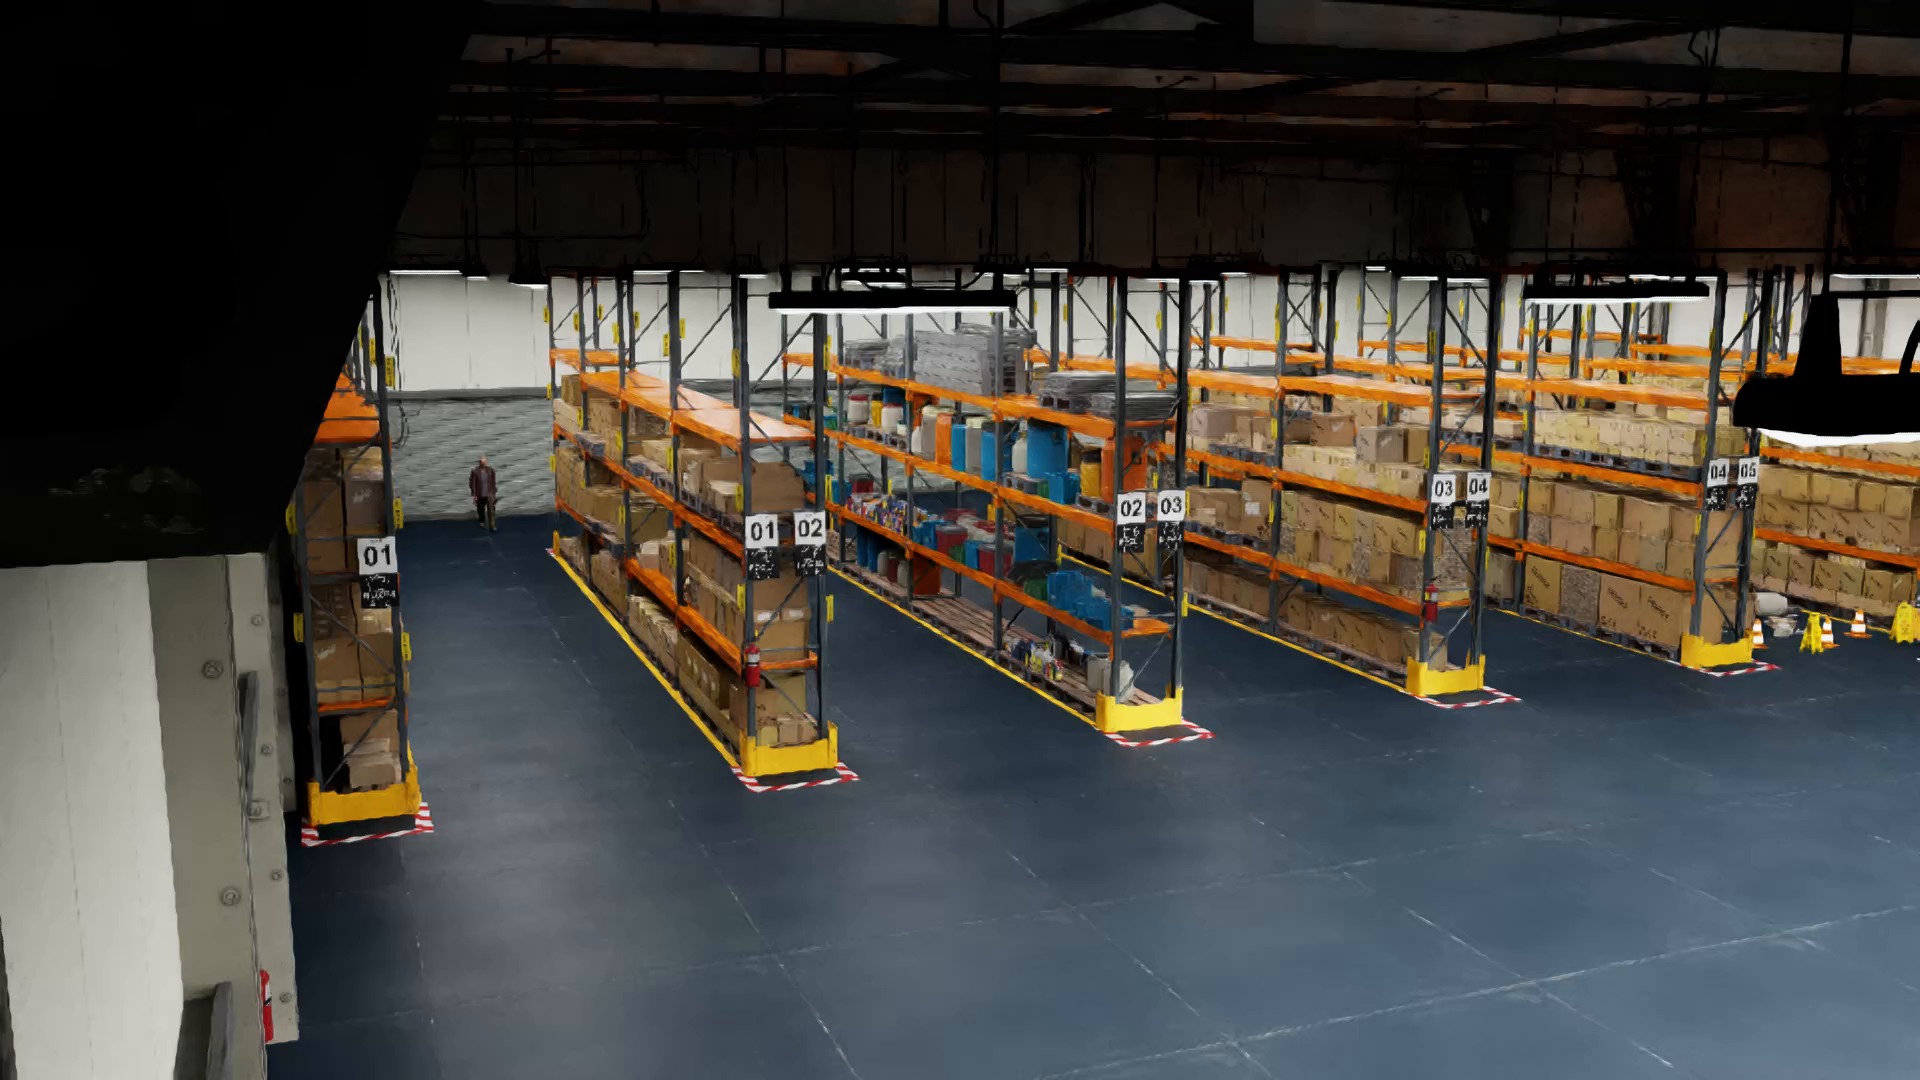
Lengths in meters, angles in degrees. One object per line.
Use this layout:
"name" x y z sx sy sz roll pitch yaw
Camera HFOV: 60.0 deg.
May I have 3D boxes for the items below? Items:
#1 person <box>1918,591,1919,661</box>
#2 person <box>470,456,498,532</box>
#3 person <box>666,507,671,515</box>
"person" 15.151 1.087 25.863 0.460 1.581 0.555 7 12 37
"person" -10.796 -1.061 37.716 0.598 1.698 1.171 -3 10 -19
"person" -6.811 -1.418 39.878 0.719 1.713 0.578 -4 11 -23
